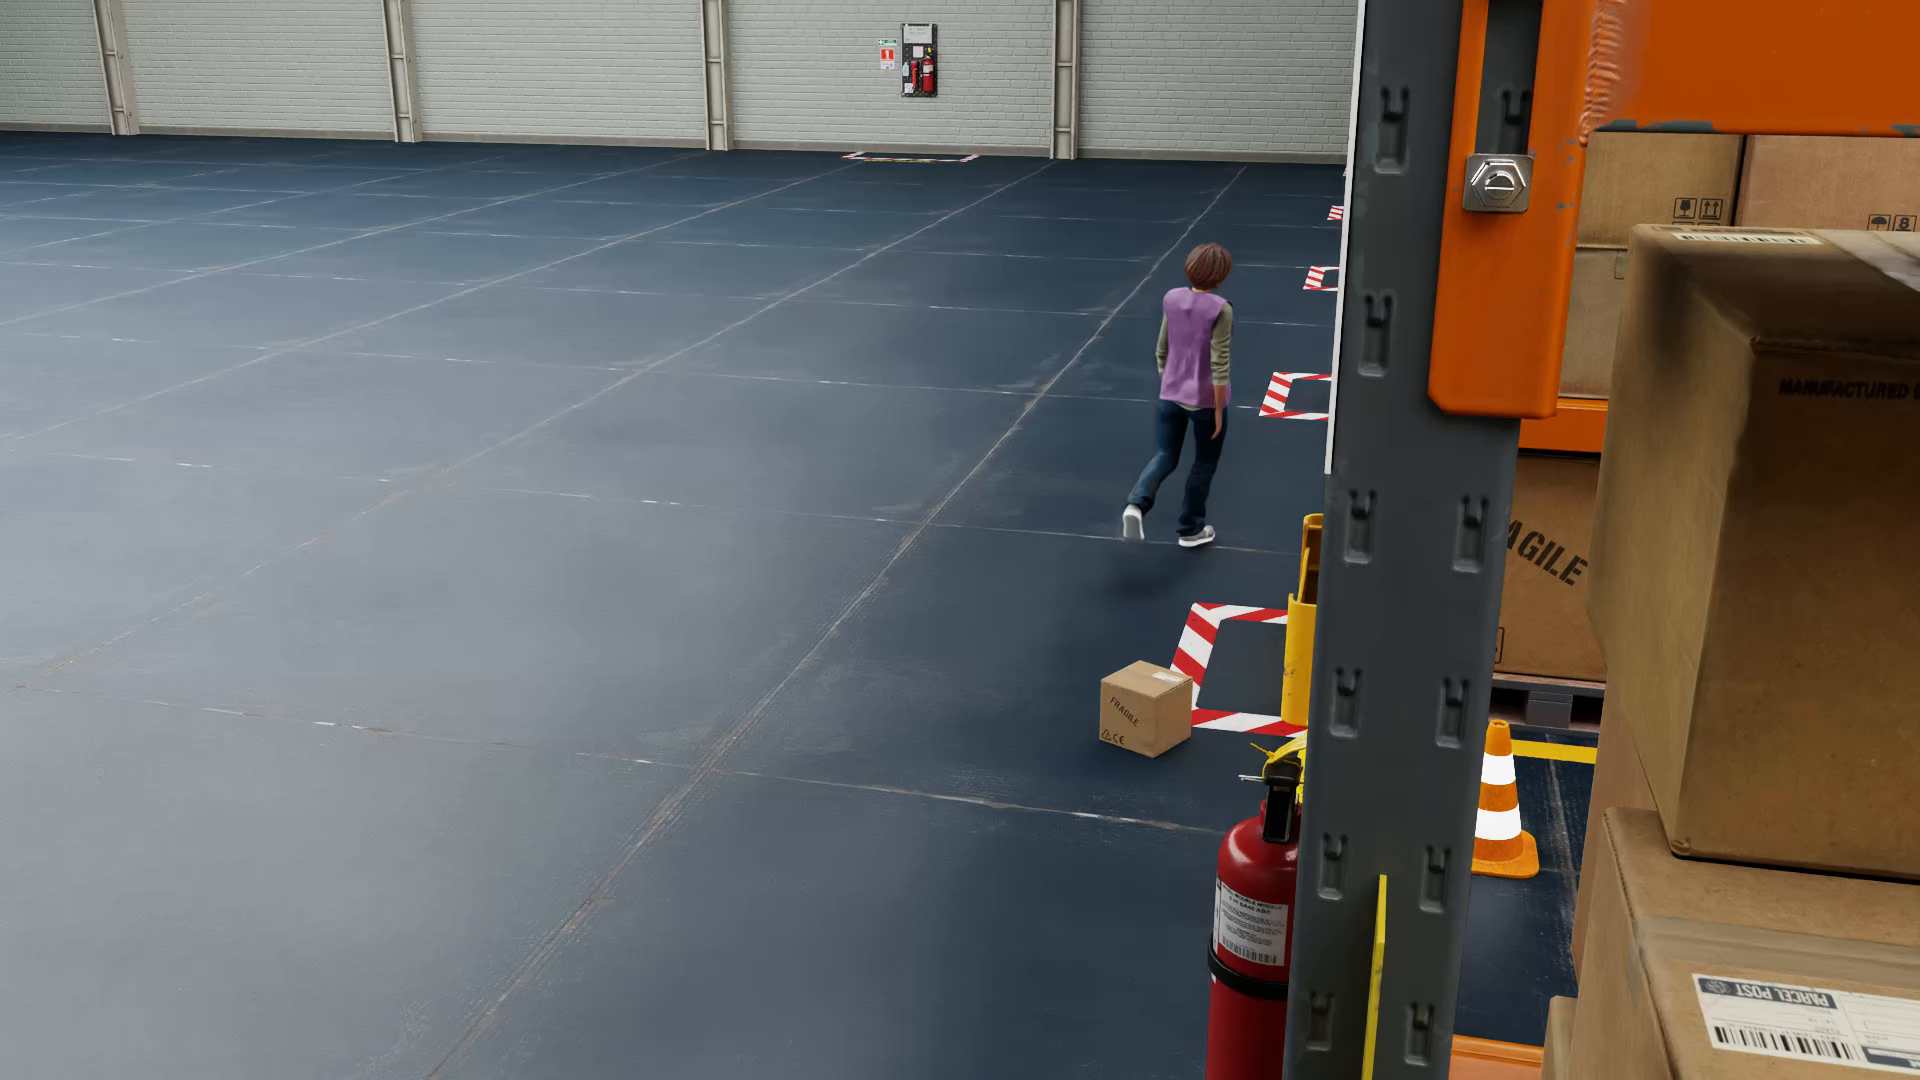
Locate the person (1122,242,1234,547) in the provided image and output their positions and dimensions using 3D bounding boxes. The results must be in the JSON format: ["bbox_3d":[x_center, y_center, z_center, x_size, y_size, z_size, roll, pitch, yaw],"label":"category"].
[{"bbox_3d":[1.110,-0.663,8.051,0.425,1.564,0.725,13,23,34],"label":"person"}]
